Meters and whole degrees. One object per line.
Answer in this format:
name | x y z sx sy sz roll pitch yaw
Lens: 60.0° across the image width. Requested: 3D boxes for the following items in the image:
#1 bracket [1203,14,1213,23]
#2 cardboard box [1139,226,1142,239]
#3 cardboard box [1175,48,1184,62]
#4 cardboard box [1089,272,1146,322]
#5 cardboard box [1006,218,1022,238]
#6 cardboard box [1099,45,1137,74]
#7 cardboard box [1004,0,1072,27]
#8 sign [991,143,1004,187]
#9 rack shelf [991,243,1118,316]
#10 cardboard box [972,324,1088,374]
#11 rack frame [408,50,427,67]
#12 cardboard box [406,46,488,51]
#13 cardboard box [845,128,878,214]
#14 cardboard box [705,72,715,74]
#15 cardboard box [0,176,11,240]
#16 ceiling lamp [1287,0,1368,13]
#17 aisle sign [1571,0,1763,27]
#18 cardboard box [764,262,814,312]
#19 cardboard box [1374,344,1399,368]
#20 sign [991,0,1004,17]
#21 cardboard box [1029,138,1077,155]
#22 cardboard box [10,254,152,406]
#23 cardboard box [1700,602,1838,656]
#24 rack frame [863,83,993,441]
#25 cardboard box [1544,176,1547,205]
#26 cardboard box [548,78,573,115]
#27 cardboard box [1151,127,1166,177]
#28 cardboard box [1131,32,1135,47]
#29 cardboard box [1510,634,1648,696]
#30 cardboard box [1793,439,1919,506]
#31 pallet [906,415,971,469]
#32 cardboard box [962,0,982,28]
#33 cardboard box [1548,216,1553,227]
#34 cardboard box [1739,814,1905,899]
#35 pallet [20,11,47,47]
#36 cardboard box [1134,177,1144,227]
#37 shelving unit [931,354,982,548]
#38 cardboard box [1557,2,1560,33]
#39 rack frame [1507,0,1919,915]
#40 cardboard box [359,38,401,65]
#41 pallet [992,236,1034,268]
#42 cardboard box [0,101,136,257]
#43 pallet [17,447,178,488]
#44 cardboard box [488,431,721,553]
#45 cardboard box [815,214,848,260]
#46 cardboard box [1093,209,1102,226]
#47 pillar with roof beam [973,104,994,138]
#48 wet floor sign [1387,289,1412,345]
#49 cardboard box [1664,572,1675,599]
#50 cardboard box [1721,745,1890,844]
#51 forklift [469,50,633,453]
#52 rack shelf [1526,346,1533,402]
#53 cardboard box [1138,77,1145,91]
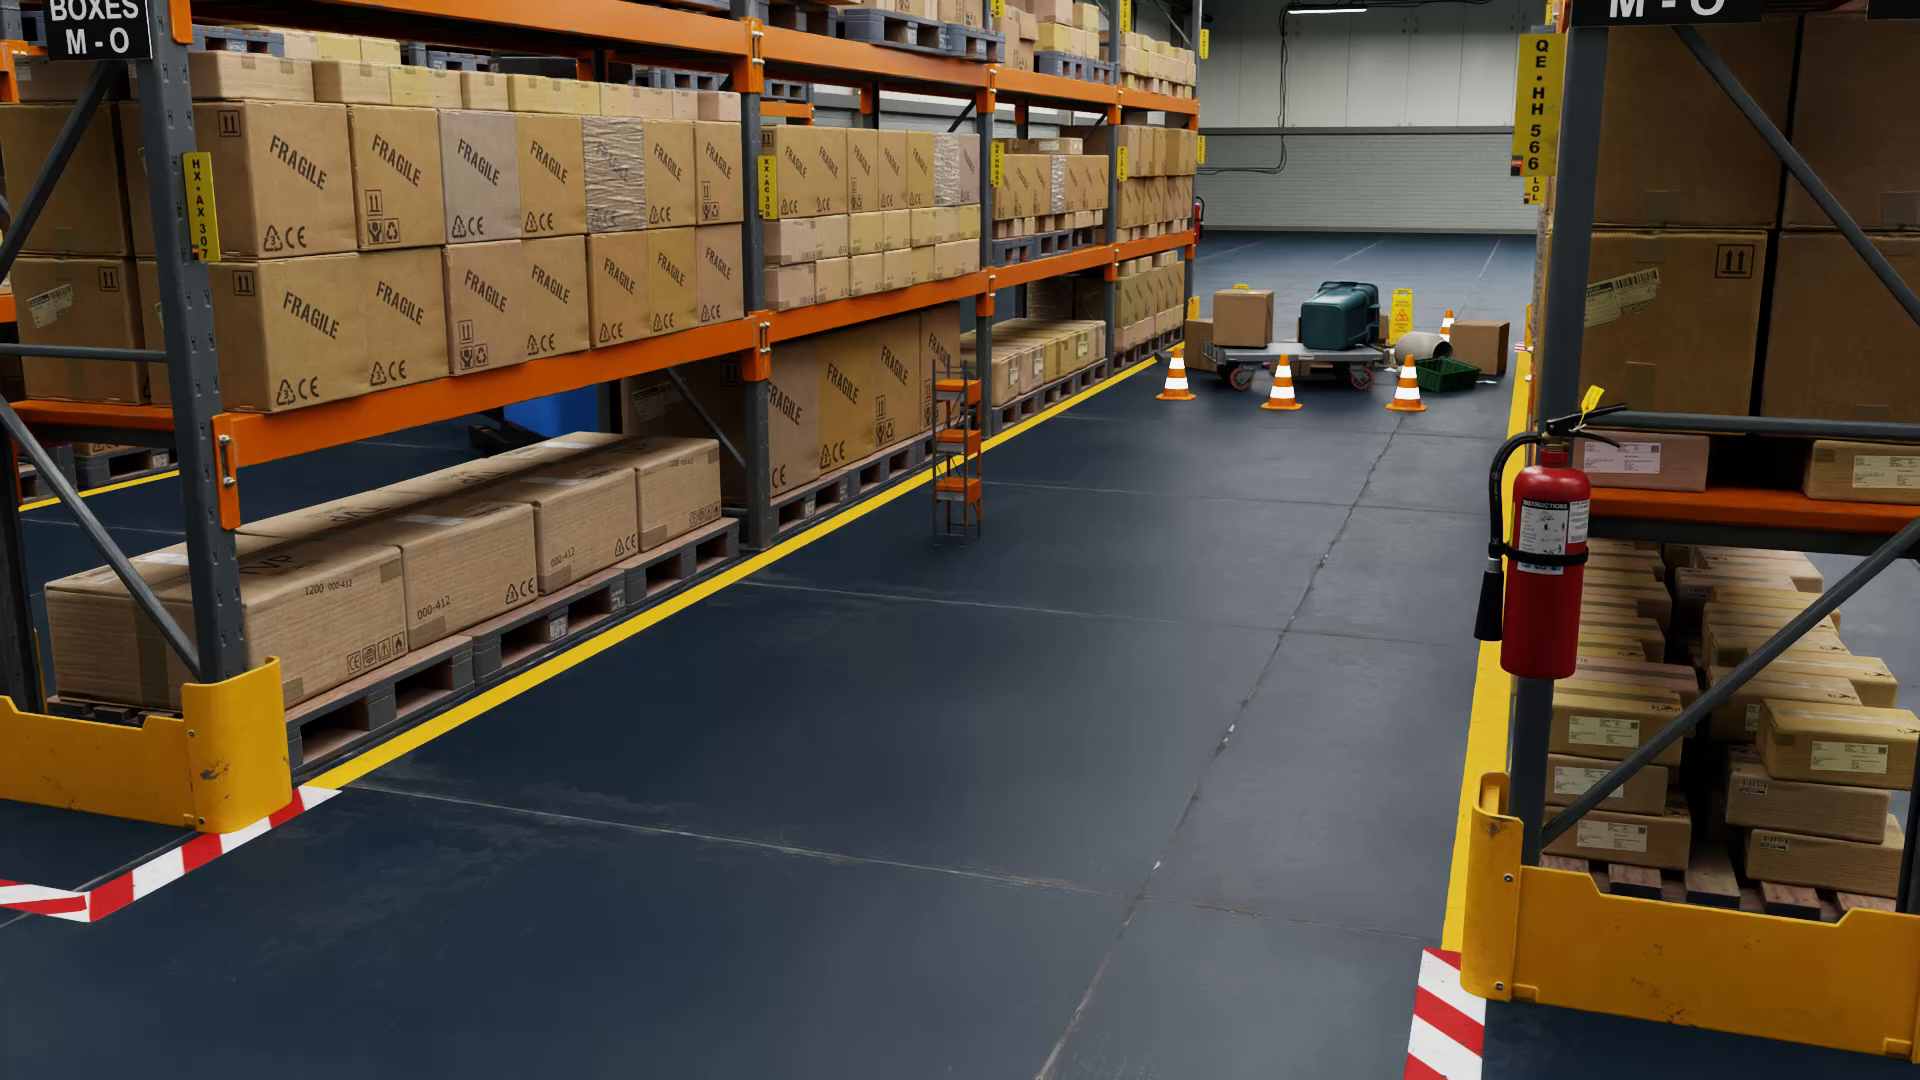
bracket | 7.508 -15.796 50.384 0.235 0.232 0.430 4 14 18
cardboard box | 1.711 -3.266 17.621 0.380 0.149 0.250 4 14 18
cardboard box | 2.326 -5.494 18.850 0.380 0.149 0.250 4 14 18
cardboard box | 1.655 -2.570 17.559 0.500 0.500 0.500 5 14 21
cardboard box | 0.289 -2.529 13.447 0.380 0.149 0.250 3 13 15
cardboard box | 1.448 -4.729 16.396 0.500 0.250 0.500 4 13 17
cardboard box | 0.670 -4.612 14.484 0.500 0.250 0.500 5 14 19
sign | 0.279 -2.805 12.436 0.100 0.325 0.005 4 14 18
rack shelf | 0.399 -2.350 14.662 1.077 0.370 4.000 4 14 18
cardboard box | 0.650 -1.784 15.523 0.950 0.372 0.625 5 14 22
rack frame | -4.946 -2.637 14.299 1.000 3.000 0.127 4 14 18
cardboard box | -4.481 -4.536 14.487 0.500 0.500 0.500 4 14 19
cardboard box | -0.824 -2.261 10.179 0.500 0.500 0.500 4 13 17
cardboard box | -2.970 -5.307 18.652 0.380 0.149 0.250 5 14 20
cardboard box | -5.872 -2.134 10.927 0.700 0.500 0.500 5 14 20
ceiling lamp | 9.515 -15.171 42.615 2.000 3.185 0.800 4 14 18
aisle sign | 1.573 -1.534 3.626 0.394 0.787 0.004 4 14 18
cardboard box | -1.150 -1.438 9.386 0.500 0.250 0.500 4 13 17
cardboard box | 4.576 -1.949 17.429 0.396 0.266 0.258 7 15 28
sign | 0.275 -3.991 12.154 0.100 0.325 0.005 4 14 18
cardboard box | 0.834 -3.518 14.866 0.380 0.149 0.250 4 13 16
cardboard box | -2.930 -0.765 5.874 0.500 0.500 0.500 4 14 19
cardboard box | 2.650 0.322 5.461 0.380 0.149 0.250 5 14 21
rack frame | -0.248 -2.280 12.736 1.000 3.000 0.127 4 14 18
cardboard box | 2.285 -1.384 5.672 0.500 0.500 0.500 4 13 16
cardboard box | -1.879 -1.885 7.077 0.380 0.149 0.250 4 14 18
cardboard box | 1.768 -4.090 17.527 0.700 0.500 0.500 4 13 17
cardboard box | 1.514 -4.951 16.469 0.380 0.149 0.250 5 14 20
cardboard box | 1.911 0.392 5.154 0.380 0.149 0.250 4 13 17
cardboard box | 2.295 -0.183 4.112 0.380 0.149 0.250 4 14 18
pallet | -0.574 -0.760 12.343 1.003 0.211 1.213 4 14 18
cardboard box | -0.227 -3.907 11.949 0.797 0.503 0.637 3 13 15
cardboard box | 1.954 -0.675 4.813 0.500 0.500 0.500 4 13 17
cardboard box | 2.353 0.837 4.541 0.380 0.149 0.250 5 14 20
pallet | -5.962 -3.297 10.875 1.213 0.211 1.003 4 14 18
cardboard box | 1.593 -3.496 17.171 0.500 0.500 0.500 4 14 18
shelving unit | -0.017 -0.501 9.322 0.215 1.050 0.252 4 14 18
cardboard box | 3.877 -3.249 10.017 0.500 0.500 0.500 4 14 18
rack frame | 1.880 -0.261 3.888 1.000 3.000 0.127 4 14 18
cardboard box | -4.882 -3.900 13.432 0.500 0.250 0.500 4 13 17
pallet | -0.118 -2.344 13.449 1.213 0.211 1.003 4 14 18
cardboard box | -2.905 -1.250 5.754 0.500 0.500 0.500 5 14 20
pallet | -6.012 -0.609 11.681 1.003 0.211 1.213 4 14 18
cardboard box | -1.847 -0.269 8.740 0.875 0.438 0.875 4 13 18
cardboard box | -0.991 -1.793 9.814 0.500 0.250 0.500 5 14 19
cardboard box | 1.141 -3.076 15.846 0.380 0.149 0.250 5 14 19
pillar with roof beam | 4.521 -9.381 30.365 9.100 9.000 0.400 4 14 18
wet floor sign | 5.193 -2.630 19.561 0.267 0.644 0.232 2 13 9
cardboard box | 3.054 0.188 6.718 0.380 0.149 0.250 4 14 19
cardboard box | 2.293 0.688 4.528 0.380 0.149 0.250 5 14 21
forklift | -3.062 -2.143 12.290 1.130 2.935 3.031 -8 15 -30
rack shelf | 3.822 -1.173 9.503 1.077 0.370 4.000 4 14 18
cardboard box | 1.708 -4.727 17.280 0.380 0.149 0.250 4 13 17
